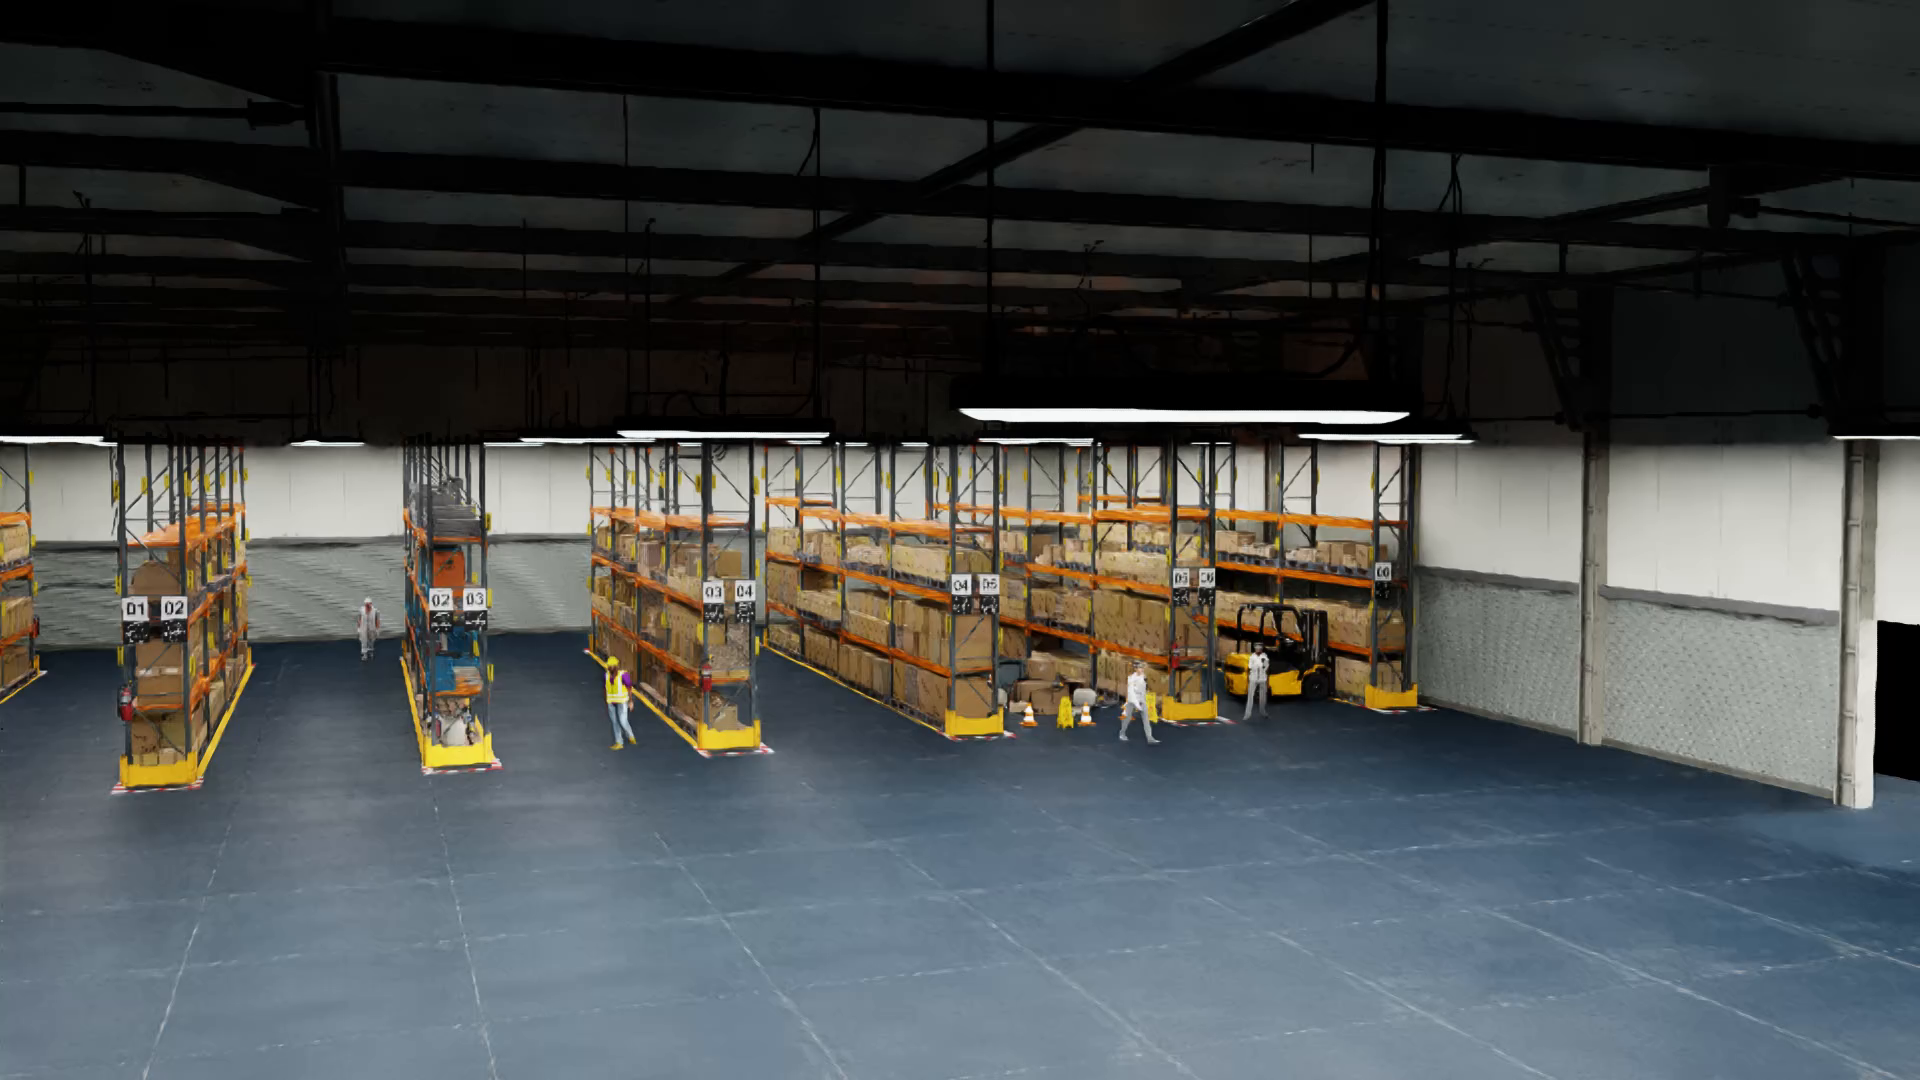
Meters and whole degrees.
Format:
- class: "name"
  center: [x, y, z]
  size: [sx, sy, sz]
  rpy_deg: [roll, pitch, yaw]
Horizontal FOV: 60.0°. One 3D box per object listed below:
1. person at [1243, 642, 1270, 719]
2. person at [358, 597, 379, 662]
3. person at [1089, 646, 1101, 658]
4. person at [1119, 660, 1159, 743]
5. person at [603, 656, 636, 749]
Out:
- class: "person"
  center: [6.254, 2.945, 35.003]
  size: [0.590, 1.633, 0.871]
  rpy_deg: [0, 3, 8]
- class: "person"
  center: [-15.826, 2.383, 44.512]
  size: [0.551, 1.707, 1.109]
  rpy_deg: [-1, 3, -21]
- class: "person"
  center: [3.501, 2.411, 43.773]
  size: [0.501, 1.758, 0.588]
  rpy_deg: [1, 3, 11]
- class: "person"
  center: [3.421, 3.109, 32.188]
  size: [0.464, 1.621, 0.993]
  rpy_deg: [-2, 4, -28]
- class: "person"
  center: [-6.516, 3.089, 31.743]
  size: [0.606, 1.760, 0.577]
  rpy_deg: [1, 3, 17]
